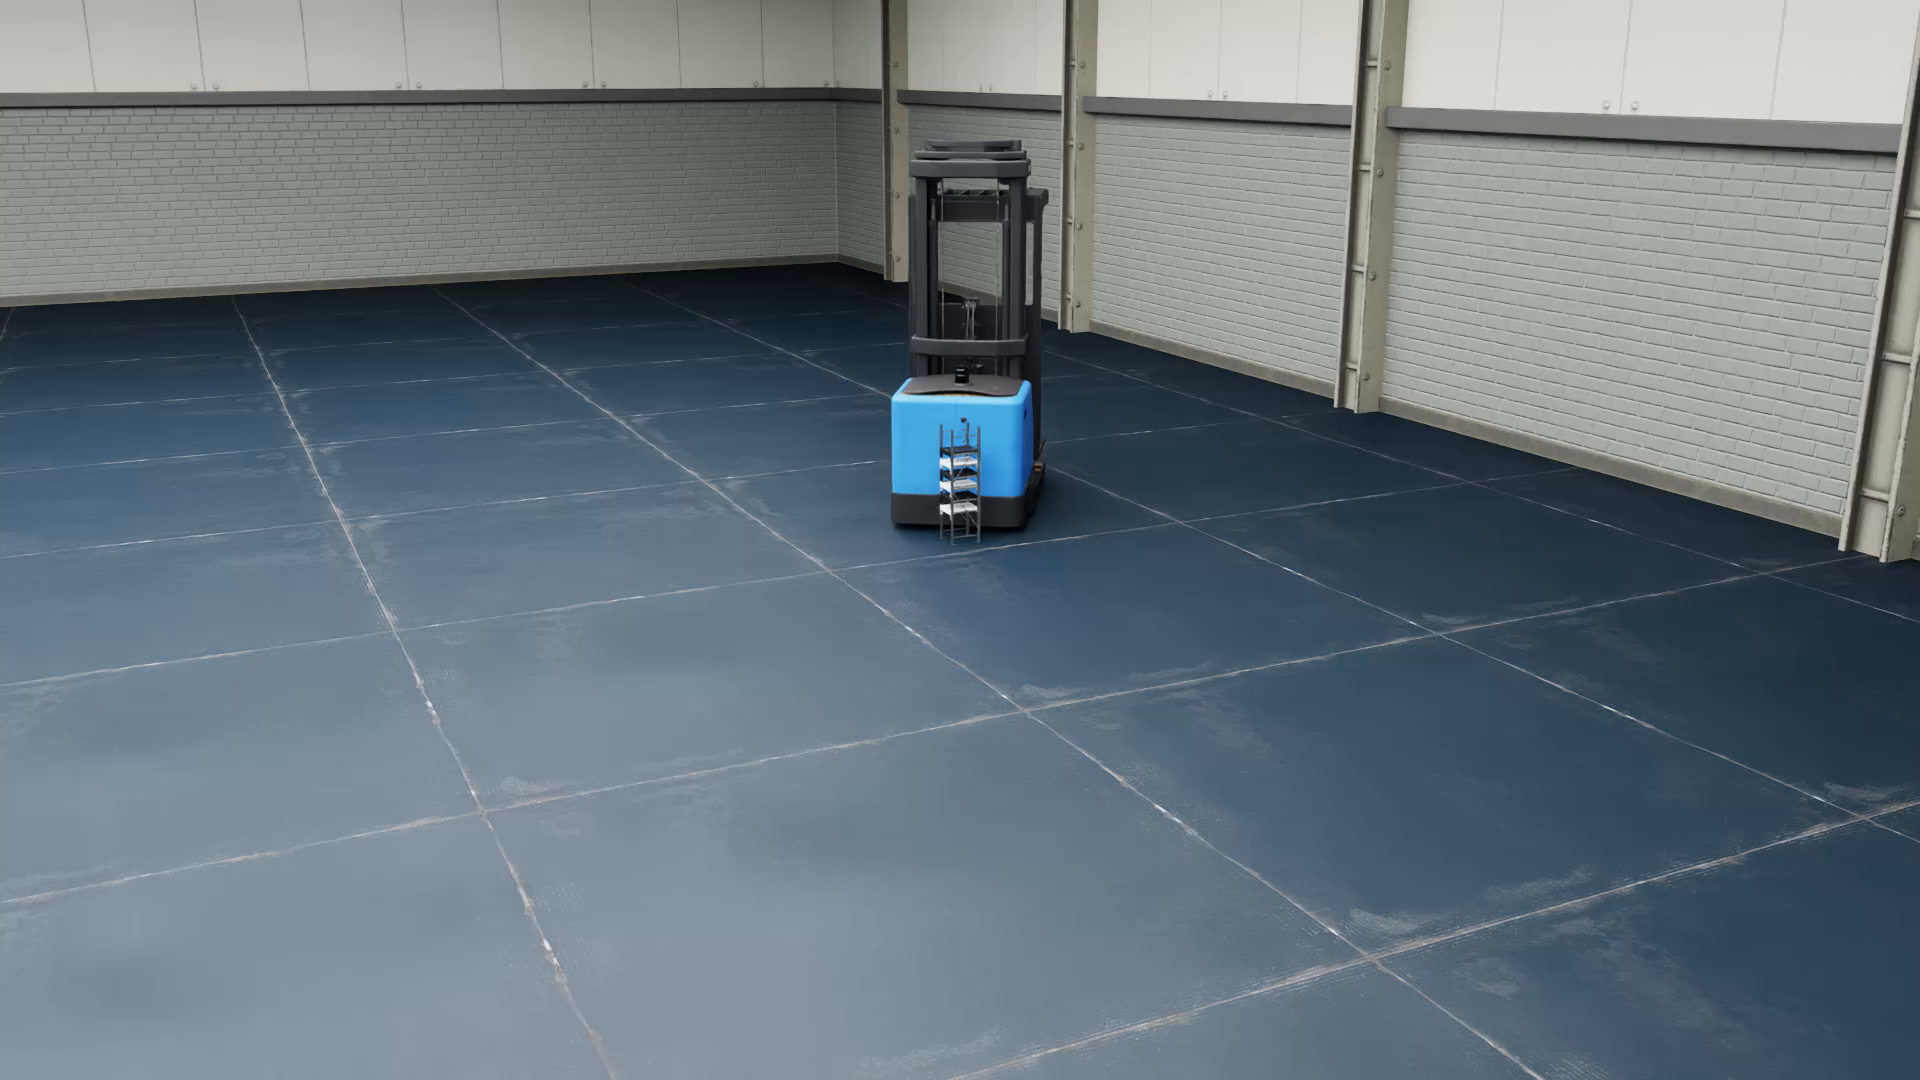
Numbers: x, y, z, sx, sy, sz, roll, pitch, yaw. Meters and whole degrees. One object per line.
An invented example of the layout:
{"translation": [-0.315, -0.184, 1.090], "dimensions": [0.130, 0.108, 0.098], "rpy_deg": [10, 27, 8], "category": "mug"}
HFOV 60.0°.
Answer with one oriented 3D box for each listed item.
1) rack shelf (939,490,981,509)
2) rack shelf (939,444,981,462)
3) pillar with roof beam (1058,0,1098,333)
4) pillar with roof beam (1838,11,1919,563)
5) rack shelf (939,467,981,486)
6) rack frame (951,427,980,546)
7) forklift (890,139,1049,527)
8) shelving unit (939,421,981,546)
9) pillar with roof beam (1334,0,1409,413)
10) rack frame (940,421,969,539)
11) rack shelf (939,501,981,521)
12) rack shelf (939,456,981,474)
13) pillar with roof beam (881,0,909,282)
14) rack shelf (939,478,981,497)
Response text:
{"translation": [0.001, -0.309, 12.644], "dimensions": [0.258, 0.077, 0.200], "rpy_deg": [-7, 17, -23], "category": "rack shelf"}
{"translation": [0.001, -0.655, 12.545], "dimensions": [0.258, 0.077, 0.200], "rpy_deg": [-7, 17, -23], "category": "rack shelf"}
{"translation": [-2.300, -6.682, 19.720], "dimensions": [9.100, 9.000, 0.400], "rpy_deg": [-8, 18, -25], "category": "pillar with roof beam"}
{"translation": [2.957, -3.706, 9.351], "dimensions": [9.100, 9.000, 0.400], "rpy_deg": [-8, 18, -25], "category": "pillar with roof beam"}
{"translation": [0.001, -0.482, 12.594], "dimensions": [0.258, 0.077, 0.200], "rpy_deg": [-7, 17, -23], "category": "rack shelf"}
{"translation": [0.042, -0.402, 12.521], "dimensions": [0.240, 0.900, 0.006], "rpy_deg": [-7, 17, -23], "category": "rack frame"}
{"translation": [0.155, -1.866, 13.939], "dimensions": [1.130, 2.935, 3.031], "rpy_deg": [2, 16, 7], "category": "forklift"}
{"translation": [0.001, -0.428, 12.610], "dimensions": [0.258, 0.900, 0.210], "rpy_deg": [-7, 17, -23], "category": "shelving unit"}
{"translation": [0.328, -5.194, 14.535], "dimensions": [9.100, 9.000, 0.400], "rpy_deg": [-8, 18, -25], "category": "pillar with roof beam"}
{"translation": [-0.041, -0.453, 12.699], "dimensions": [0.240, 0.900, 0.006], "rpy_deg": [-7, 17, -23], "category": "rack frame"}
{"translation": [0.001, -0.223, 12.669], "dimensions": [0.258, 0.077, 0.200], "rpy_deg": [-7, 17, -23], "category": "rack shelf"}
{"translation": [0.001, -0.569, 12.569], "dimensions": [0.258, 0.077, 0.200], "rpy_deg": [-7, 17, -23], "category": "rack shelf"}
{"translation": [-4.929, -8.169, 24.904], "dimensions": [9.100, 9.000, 0.400], "rpy_deg": [-8, 18, -25], "category": "pillar with roof beam"}
{"translation": [0.001, -0.396, 12.619], "dimensions": [0.258, 0.077, 0.200], "rpy_deg": [-7, 17, -23], "category": "rack shelf"}
